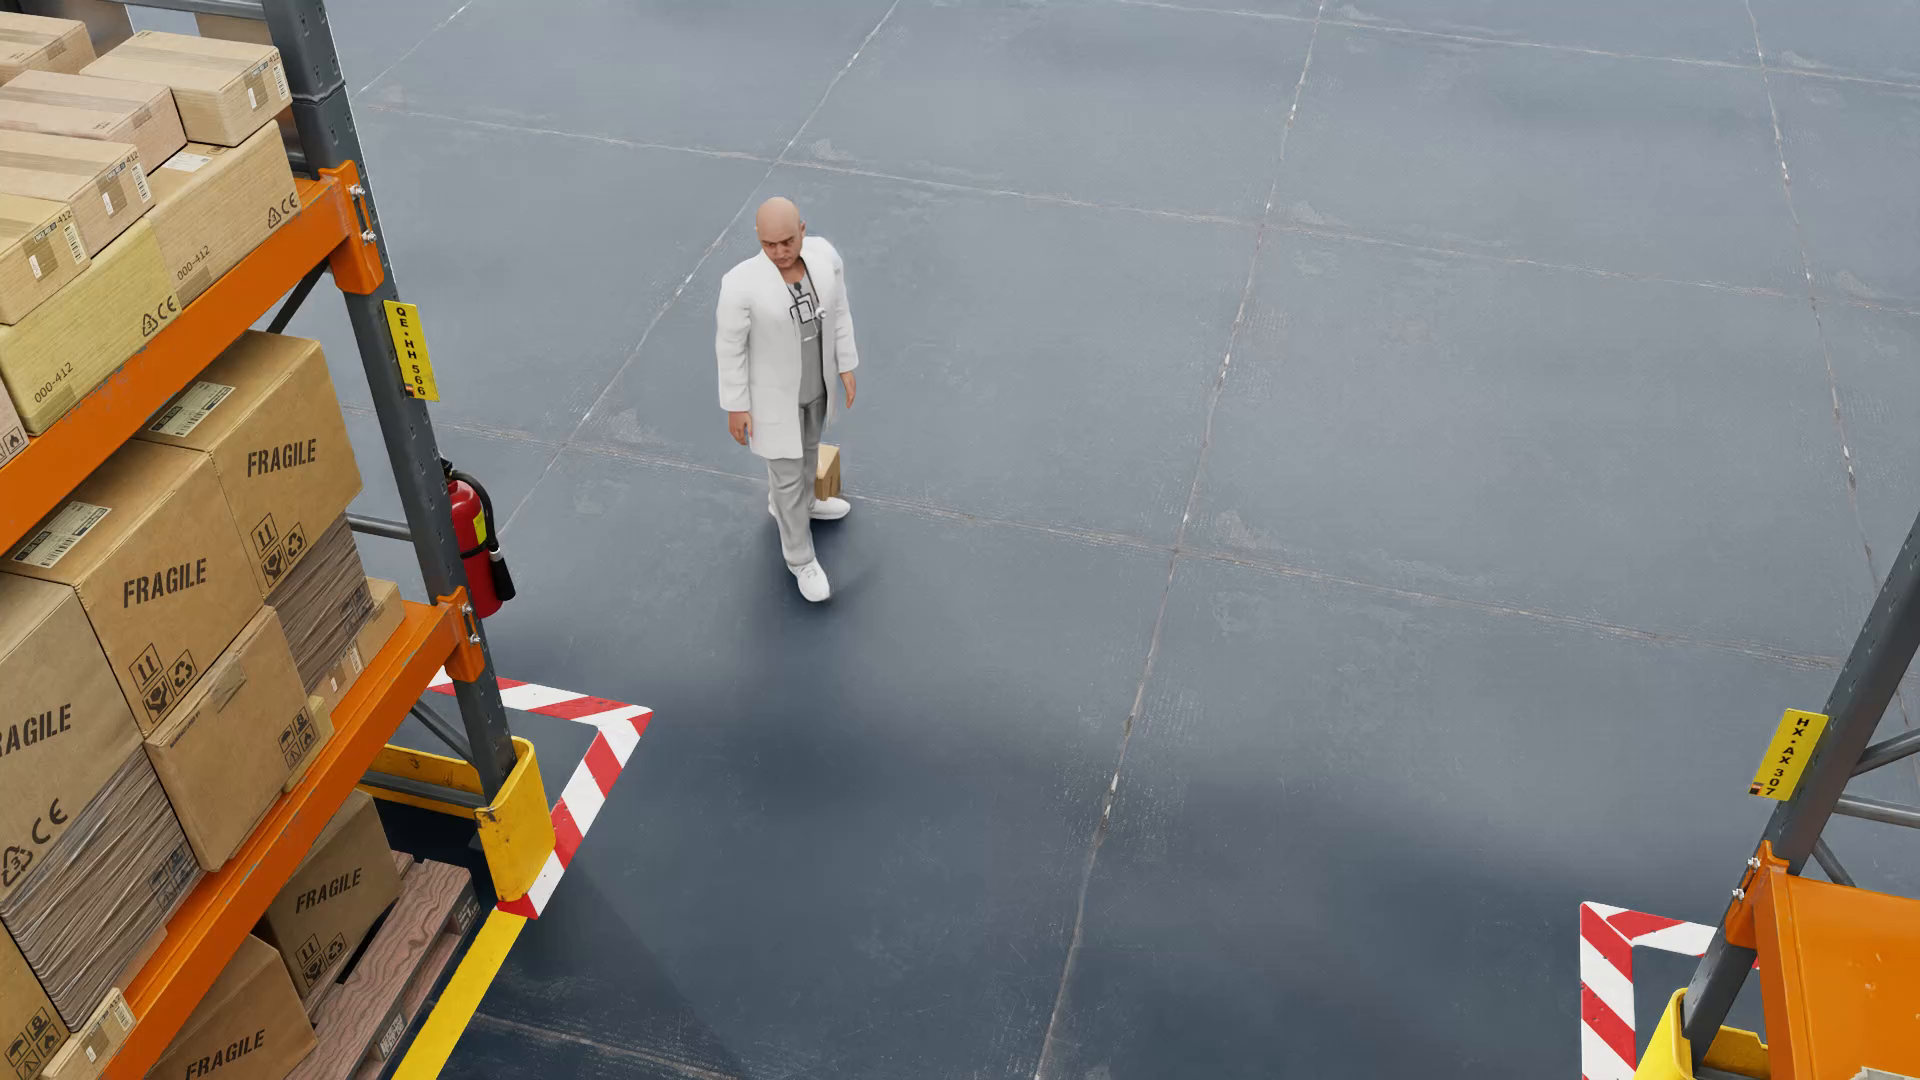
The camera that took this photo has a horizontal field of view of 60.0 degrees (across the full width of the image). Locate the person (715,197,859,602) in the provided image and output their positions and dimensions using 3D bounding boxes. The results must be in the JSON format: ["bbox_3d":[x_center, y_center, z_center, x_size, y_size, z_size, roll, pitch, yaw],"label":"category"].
[{"bbox_3d":[-0.681,-0.579,6.912,0.624,1.670,0.676,-31,49,-31],"label":"person"}]
